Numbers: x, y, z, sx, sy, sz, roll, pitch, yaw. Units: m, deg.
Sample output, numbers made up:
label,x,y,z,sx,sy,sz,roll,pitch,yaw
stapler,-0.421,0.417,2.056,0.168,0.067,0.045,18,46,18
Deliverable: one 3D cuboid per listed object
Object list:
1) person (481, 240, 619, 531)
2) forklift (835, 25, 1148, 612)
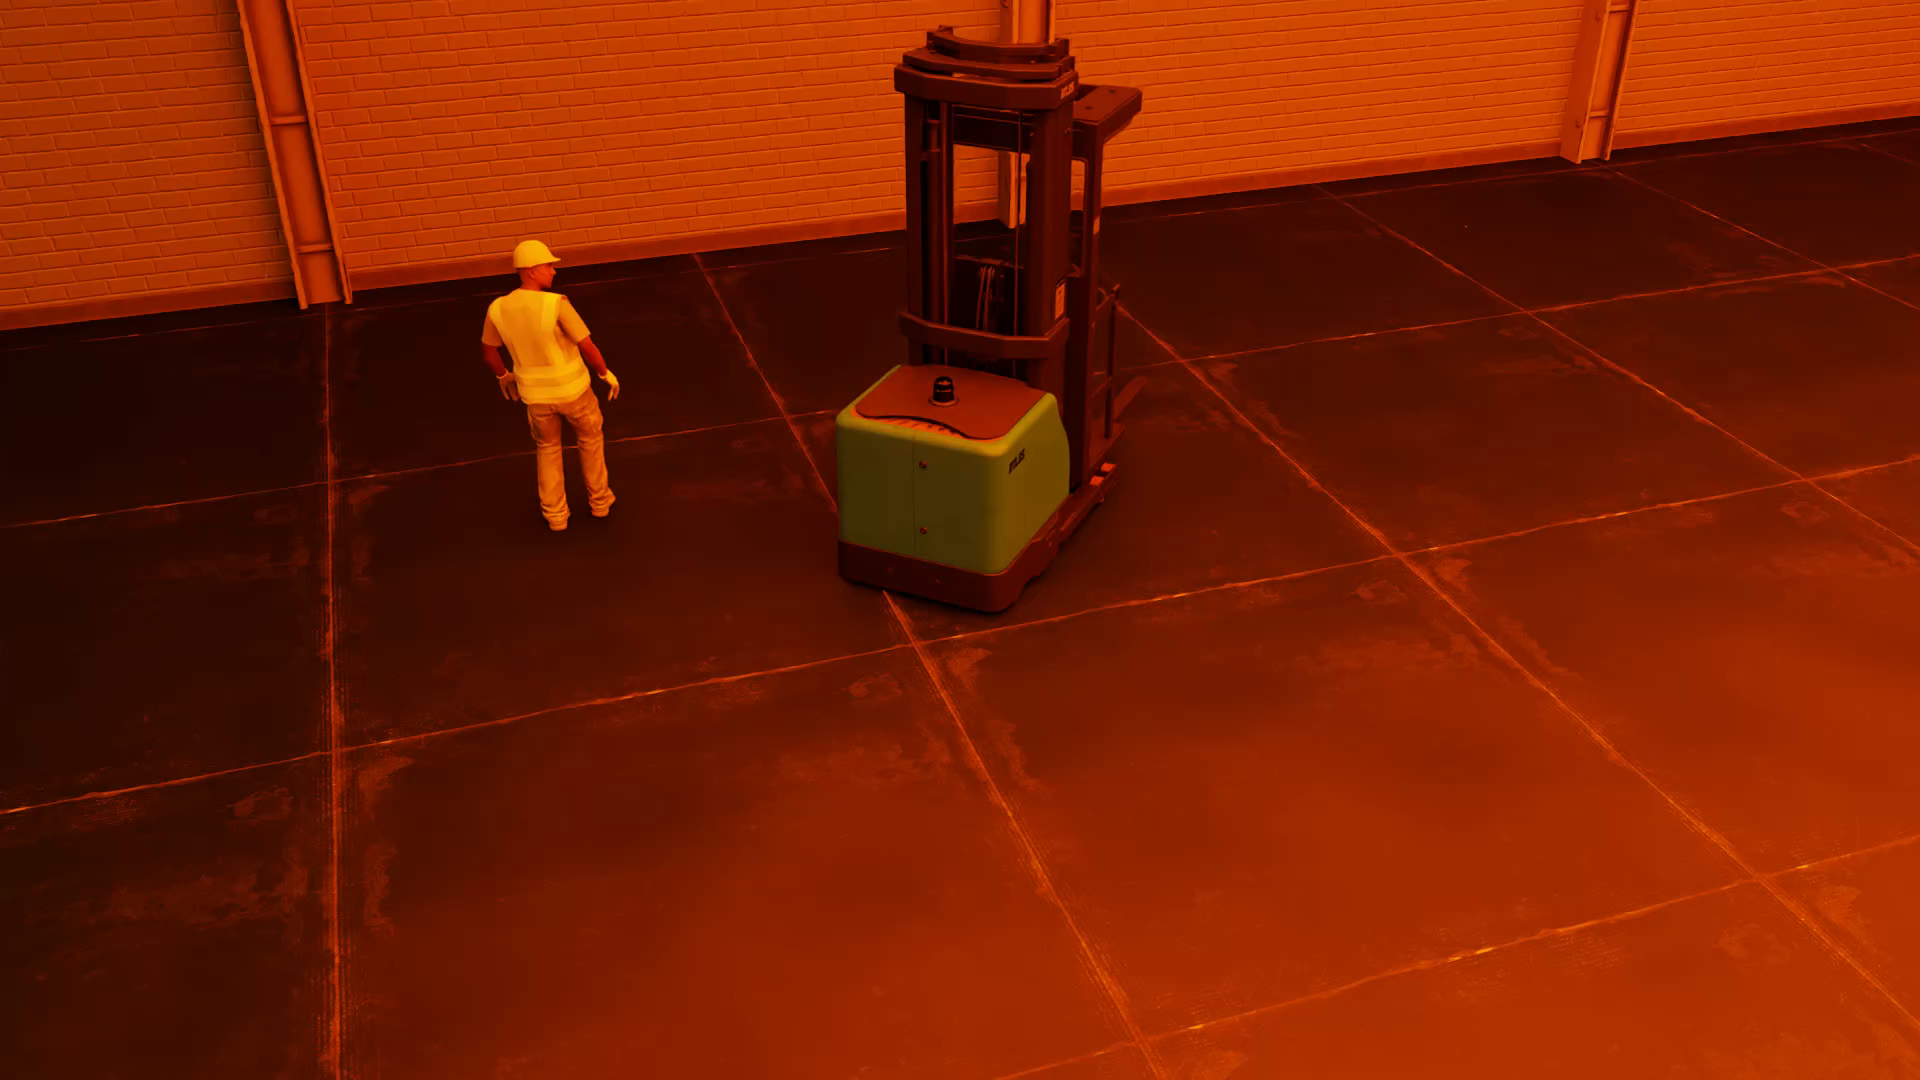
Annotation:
label,x,y,z,sx,sy,sz,roll,pitch,yaw
person,-2.395,-0.930,9.878,0.786,1.761,0.514,3,30,5
forklift,0.371,-1.586,9.844,1.130,2.935,3.031,13,32,21
